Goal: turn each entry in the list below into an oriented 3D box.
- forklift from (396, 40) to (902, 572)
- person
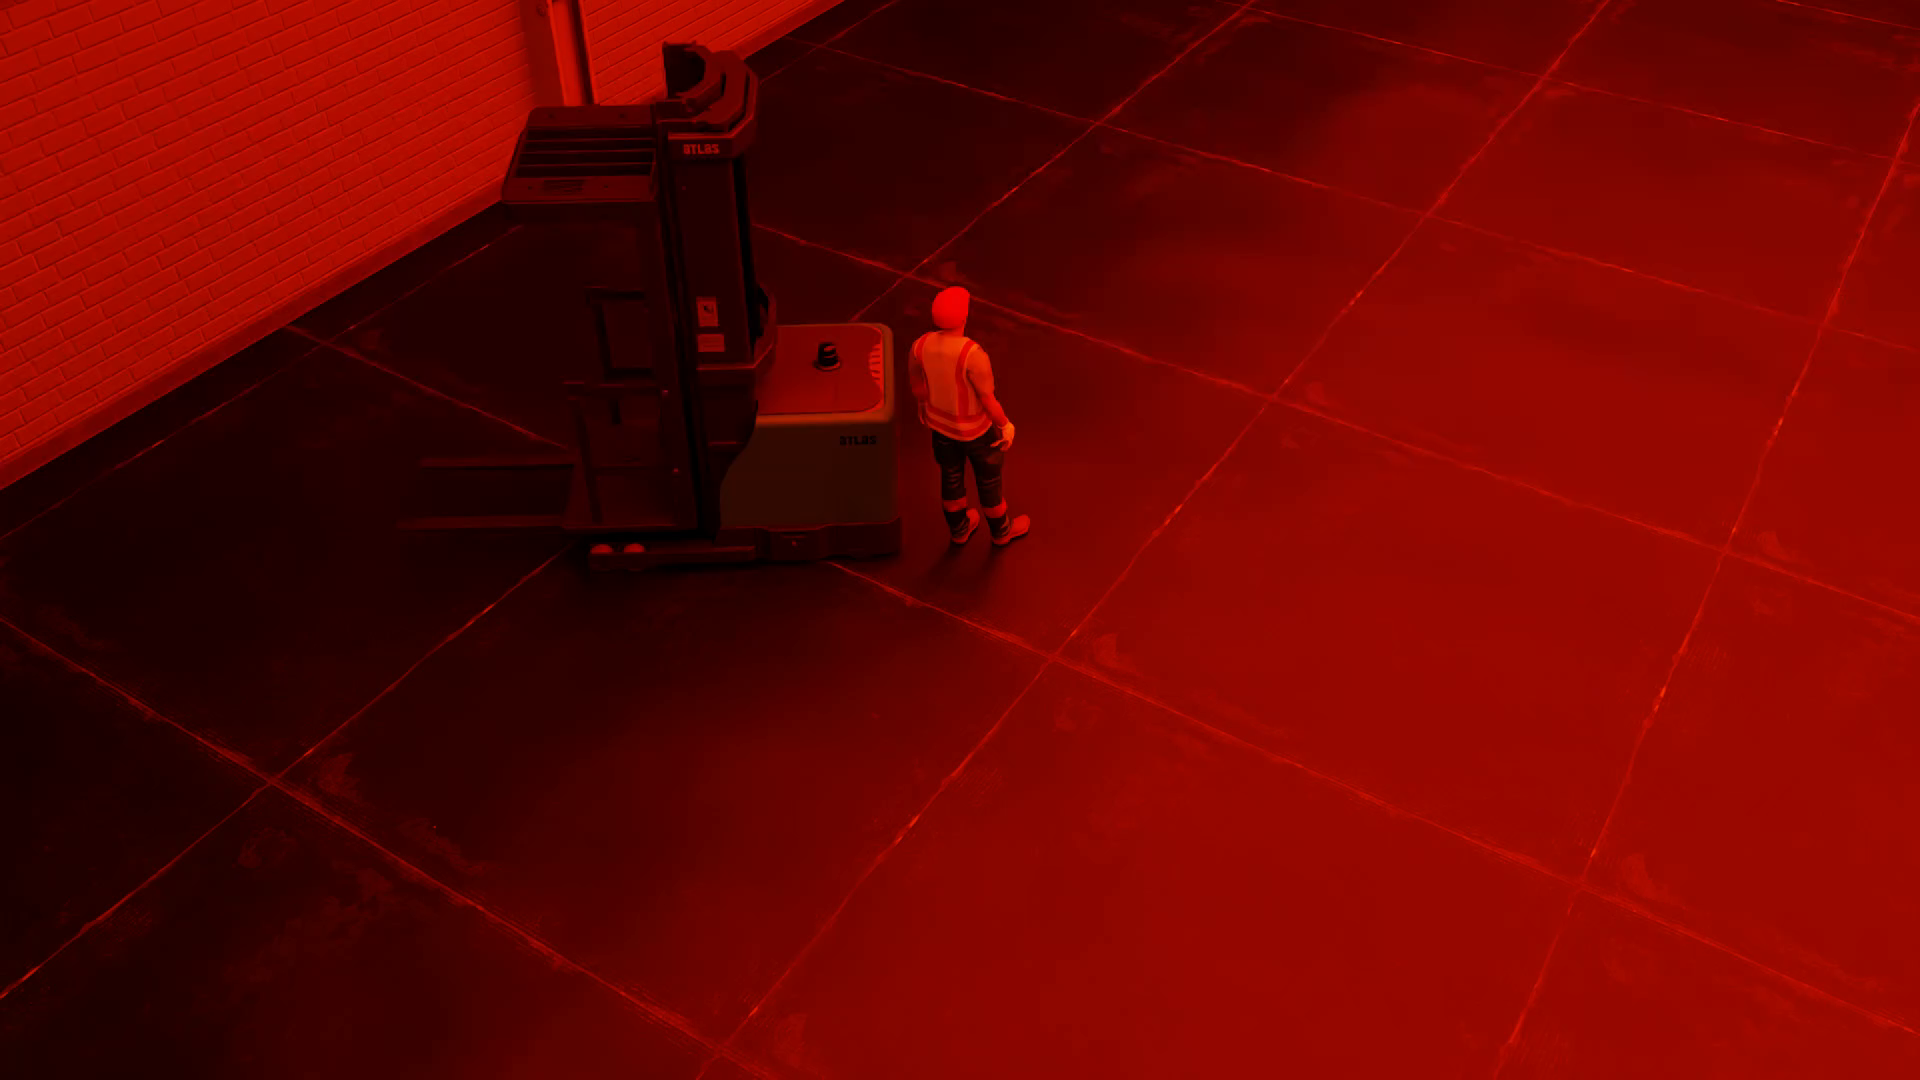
[{"bbox_3d":[-1.887,-1.277,9.474,3.031,2.935,1.130,-2,40,-2],"label":"forklift"},{"bbox_3d":[0.054,-0.727,9.697,0.637,1.787,0.564,22,45,24],"label":"person"}]
